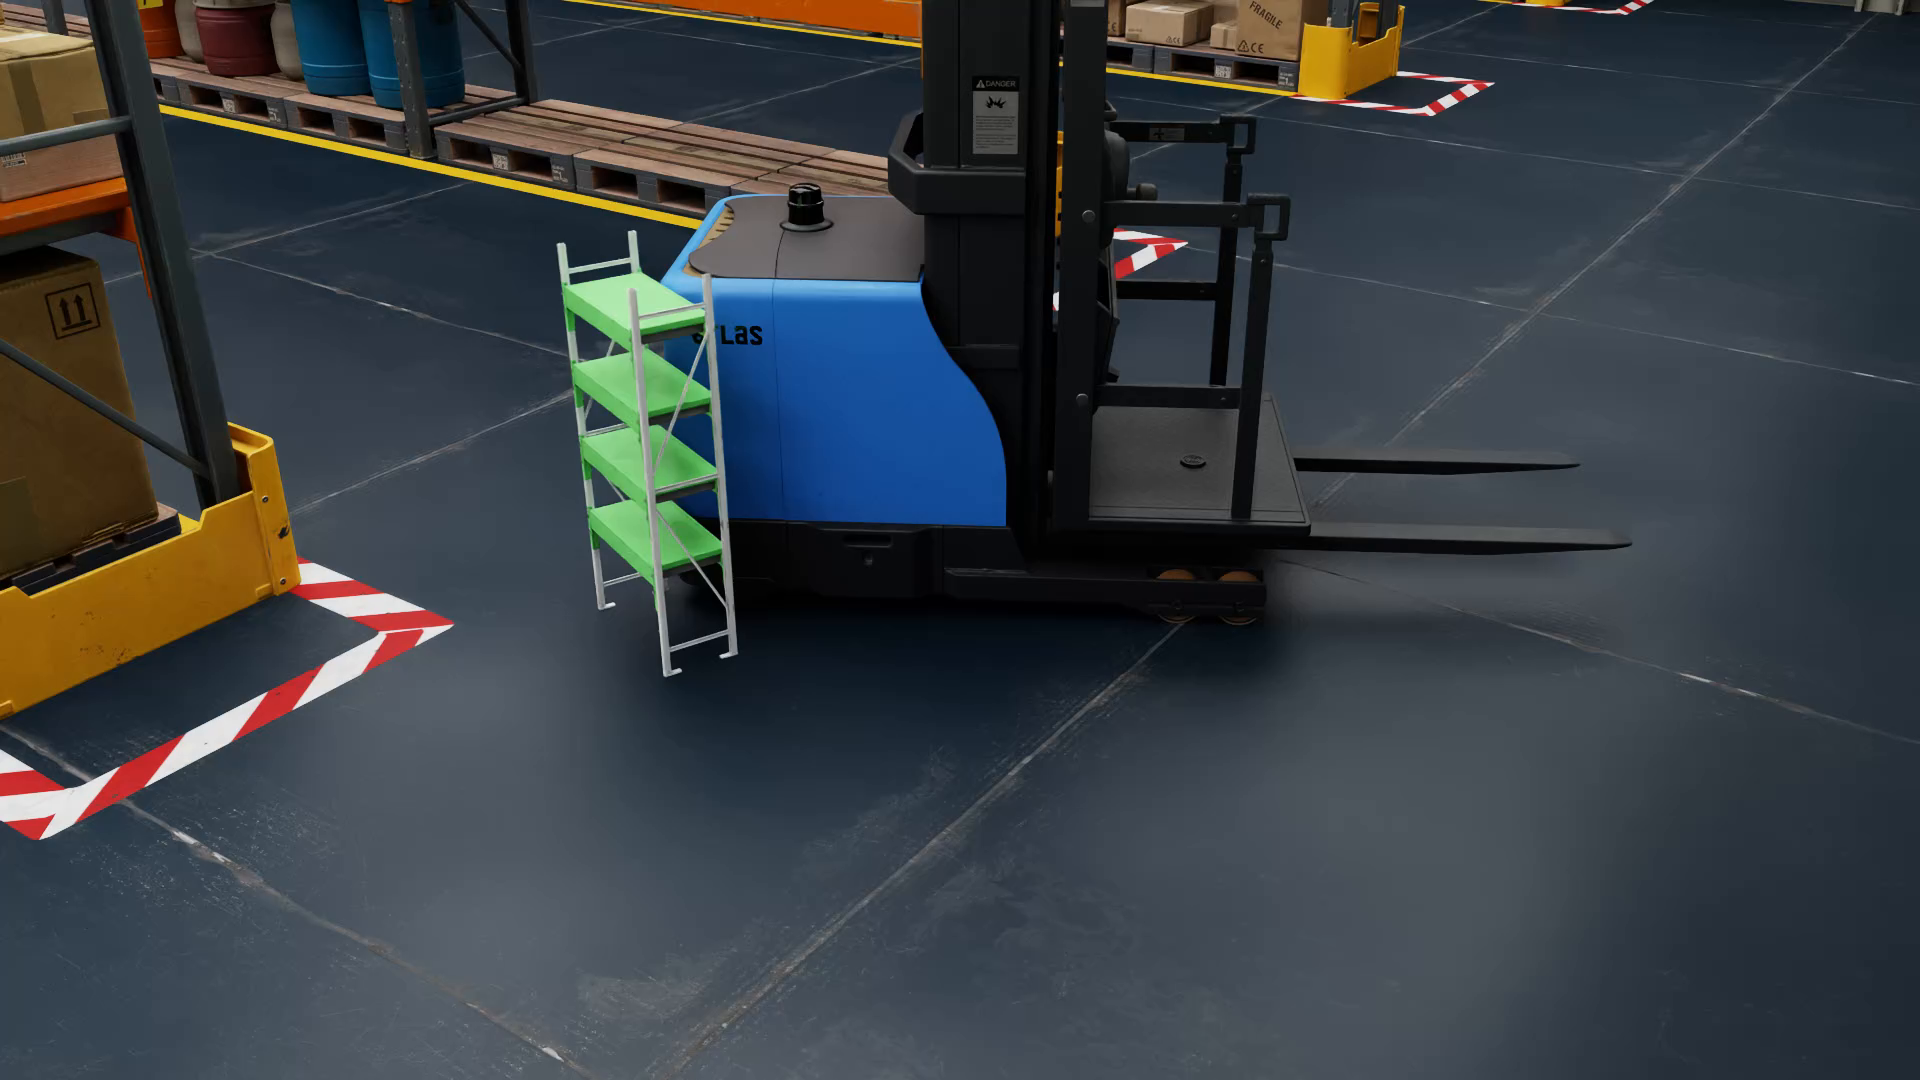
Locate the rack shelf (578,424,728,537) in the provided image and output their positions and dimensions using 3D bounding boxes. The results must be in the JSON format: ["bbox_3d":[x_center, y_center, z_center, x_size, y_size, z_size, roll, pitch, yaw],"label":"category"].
[{"bbox_3d":[-0.917,-0.194,4.949,0.258,0.148,0.480,-17,32,-30],"label":"rack shelf"}]

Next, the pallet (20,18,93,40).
[{"bbox_3d":[-7.043,-3.910,13.201,1.213,0.211,1.003,17,32,30],"label":"pallet"}]

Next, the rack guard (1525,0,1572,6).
[{"bbox_3d":[5.797,-5.469,15.945,0.348,0.500,1.175,17,32,30],"label":"rack guard"}]

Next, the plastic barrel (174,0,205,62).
[{"bbox_3d":[-5.498,-3.787,12.164,0.421,0.512,0.421,0,27,0],"label":"plastic barrel"}]

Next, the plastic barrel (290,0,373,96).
[{"bbox_3d":[-4.152,-3.492,11.155,0.708,0.901,0.600,17,32,30],"label":"plastic barrel"}]

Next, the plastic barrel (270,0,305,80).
[{"bbox_3d":[-4.567,-3.497,11.594,0.421,0.512,0.421,0,27,0],"label":"plastic barrel"}]

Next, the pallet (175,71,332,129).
[{"bbox_3d":[-4.752,-3.196,11.798,1.213,0.211,1.003,17,32,30],"label":"pallet"}]

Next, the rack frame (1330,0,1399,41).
[{"bbox_3d":[2.975,-4.736,11.749,0.127,3.000,1.000,17,32,30],"label":"rack frame"}]

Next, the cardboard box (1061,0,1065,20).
[{"bbox_3d":[0.927,-4.528,13.820,0.500,0.311,0.500,17,32,30],"label":"cardboard box"}]

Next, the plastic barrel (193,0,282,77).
[{"bbox_3d":[-5.083,-3.643,11.796,0.708,0.588,0.600,17,32,30],"label":"plastic barrel"}]

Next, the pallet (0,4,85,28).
[{"bbox_3d":[-8.045,-4.224,13.817,1.213,0.211,1.003,17,32,30],"label":"pallet"}]

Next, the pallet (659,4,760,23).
[{"bbox_3d":[-2.024,-5.028,15.398,1.213,0.211,1.003,17,32,30],"label":"pallet"}]

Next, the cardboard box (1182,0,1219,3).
[{"bbox_3d":[1.863,-4.209,13.260,0.500,0.250,0.500,17,32,30],"label":"cardboard box"}]

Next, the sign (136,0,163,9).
[{"bbox_3d":[-2.317,-1.661,4.664,0.005,0.325,0.100,17,32,30],"label":"sign"}]

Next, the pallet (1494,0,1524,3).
[{"bbox_3d":[5.073,-5.522,16.369,1.213,0.211,1.003,17,32,30],"label":"pallet"}]

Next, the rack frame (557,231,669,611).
[{"bbox_3d":[-1.054,-0.342,5.100,0.240,1.200,0.015,-17,32,-30],"label":"rack frame"}]

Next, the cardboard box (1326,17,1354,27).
[{"bbox_3d":[2.825,-3.898,12.760,0.250,0.149,0.380,17,32,30],"label":"cardboard box"}]

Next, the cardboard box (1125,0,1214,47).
[{"bbox_3d":[1.622,-4.009,12.868,0.500,0.250,0.500,17,32,30],"label":"cardboard box"}]

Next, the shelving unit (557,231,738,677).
[{"bbox_3d":[-0.917,-0.251,4.920,0.258,1.200,0.503,-17,32,-30],"label":"shelving unit"}]

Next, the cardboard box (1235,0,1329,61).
[{"bbox_3d":[2.388,-3.866,12.310,0.500,0.500,0.500,17,32,30],"label":"cardboard box"}]

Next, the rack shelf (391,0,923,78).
[{"bbox_3d":[-1.481,-3.078,9.284,4.000,0.370,1.077,17,32,30],"label":"rack shelf"}]

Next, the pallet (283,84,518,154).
[{"bbox_3d":[-3.742,-2.883,11.183,1.213,0.211,1.003,17,32,30],"label":"pallet"}]

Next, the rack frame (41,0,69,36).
[{"bbox_3d":[-6.427,-4.939,12.149,0.127,3.000,1.000,17,32,30],"label":"rack frame"}]

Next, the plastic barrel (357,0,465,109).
[{"bbox_3d":[-3.568,-3.310,10.798,0.708,0.901,0.600,17,32,30],"label":"plastic barrel"}]

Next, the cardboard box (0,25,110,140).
[{"bbox_3d":[-2.879,-1.323,4.881,0.500,0.250,0.500,16,31,29],"label":"cardboard box"}]

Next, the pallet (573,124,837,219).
[{"bbox_3d":[-1.492,-2.182,9.805,1.213,0.211,1.003,17,32,30],"label":"pallet"}]

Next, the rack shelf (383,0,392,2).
[{"bbox_3d":[-4.778,-4.105,11.303,4.000,0.370,1.077,17,32,30],"label":"rack shelf"}]

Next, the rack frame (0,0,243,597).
[{"bbox_3d":[-2.636,-1.033,4.473,0.127,3.000,1.000,17,32,30],"label":"rack frame"}]

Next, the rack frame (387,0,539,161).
[{"bbox_3d":[-3.129,-3.912,10.130,0.127,3.000,1.000,17,32,30],"label":"rack frame"}]

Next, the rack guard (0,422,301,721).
[{"bbox_3d":[-2.617,0.087,5.028,0.348,0.500,1.175,17,32,30],"label":"rack guard"}]

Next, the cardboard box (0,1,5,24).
[{"bbox_3d":[-3.291,-1.786,4.963,0.500,0.500,0.500,16,31,29],"label":"cardboard box"}]

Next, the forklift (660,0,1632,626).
[{"bbox_3d":[0.627,-1.288,5.050,3.031,2.935,1.130,2,27,3],"label":"forklift"}]

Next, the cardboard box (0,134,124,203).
[{"bbox_3d":[-2.742,-1.136,4.952,0.250,0.149,0.380,18,32,31],"label":"cardboard box"}]

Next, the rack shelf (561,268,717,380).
[{"bbox_3d":[-0.917,-0.622,4.731,0.258,0.148,0.480,-17,32,-30],"label":"rack shelf"}]

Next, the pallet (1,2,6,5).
[{"bbox_3d":[-9.054,-4.537,14.432,1.213,0.211,1.003,17,32,30],"label":"pallet"}]

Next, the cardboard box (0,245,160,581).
[{"bbox_3d":[-3.209,-0.408,5.124,0.875,0.875,0.875,17,32,30],"label":"cardboard box"}]

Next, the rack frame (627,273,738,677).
[{"bbox_3d":[-0.780,-0.159,4.740,0.240,1.200,0.015,-17,32,-30],"label":"rack frame"}]

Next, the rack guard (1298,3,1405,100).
[{"bbox_3d":[2.913,-3.642,12.354,0.348,0.500,1.175,17,32,30],"label":"rack guard"}]

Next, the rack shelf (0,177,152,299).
[{"bbox_3d":[-4.285,-1.226,5.646,4.000,0.370,1.077,17,32,30],"label":"rack shelf"}]

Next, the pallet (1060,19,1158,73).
[{"bbox_3d":[1.253,-4.031,13.438,1.213,0.211,1.003,17,32,30],"label":"pallet"}]

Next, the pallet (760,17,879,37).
[{"bbox_3d":[-1.014,-4.715,14.783,1.213,0.211,1.003,17,32,30],"label":"pallet"}]

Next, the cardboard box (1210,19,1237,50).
[{"bbox_3d":[2.105,-3.855,12.656,0.250,0.166,0.380,17,32,30],"label":"cardboard box"}]

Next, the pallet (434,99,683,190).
[{"bbox_3d":[-2.501,-2.495,10.420,1.213,0.211,1.003,17,32,30],"label":"pallet"}]

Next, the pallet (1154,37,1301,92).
[{"bbox_3d":[2.255,-3.717,12.822,1.213,0.211,1.003,17,32,30],"label":"pallet"}]

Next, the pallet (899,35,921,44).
[{"bbox_3d":[0.244,-4.344,14.053,1.213,0.211,1.003,17,32,30],"label":"pallet"}]

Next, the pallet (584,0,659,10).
[{"bbox_3d":[-3.025,-5.342,16.014,1.213,0.211,1.003,17,32,30],"label":"pallet"}]

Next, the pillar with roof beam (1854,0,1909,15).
[{"bbox_3d":[6.055,-7.283,10.140,0.400,9.000,9.100,17,32,30],"label":"pillar with roof beam"}]

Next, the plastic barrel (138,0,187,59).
[{"bbox_3d":[-6.014,-4.040,12.311,0.708,0.830,0.600,17,32,30],"label":"plastic barrel"}]

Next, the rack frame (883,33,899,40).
[{"bbox_3d":[-0.322,-5.763,13.767,0.127,3.000,1.000,17,32,30],"label":"rack frame"}]

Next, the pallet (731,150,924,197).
[{"bbox_3d":[-0.490,-1.869,9.189,1.213,0.211,1.003,17,32,30],"label":"pallet"}]

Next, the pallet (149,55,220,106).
[{"bbox_3d":[-5.753,-3.510,12.414,1.213,0.211,1.003,17,32,30],"label":"pallet"}]

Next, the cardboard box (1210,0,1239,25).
[{"bbox_3d":[2.276,-4.081,13.008,0.500,0.250,0.500,17,32,30],"label":"cardboard box"}]

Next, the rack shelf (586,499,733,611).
[{"bbox_3d":[-0.917,0.020,5.058,0.258,0.148,0.480,-17,32,-30],"label":"rack shelf"}]

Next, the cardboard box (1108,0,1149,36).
[{"bbox_3d":[1.230,-4.366,13.290,0.637,0.503,0.797,17,32,30],"label":"cardboard box"}]

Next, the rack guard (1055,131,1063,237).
[{"bbox_3d":[0.195,-1.770,8.676,0.348,0.500,1.175,17,32,30],"label":"rack guard"}]

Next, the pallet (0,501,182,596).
[{"bbox_3d":[-3.340,0.033,5.452,1.213,0.211,1.003,17,32,30],"label":"pallet"}]

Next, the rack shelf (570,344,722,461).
[{"bbox_3d":[-0.917,-0.408,4.840,0.258,0.148,0.480,-17,32,-30],"label":"rack shelf"}]
